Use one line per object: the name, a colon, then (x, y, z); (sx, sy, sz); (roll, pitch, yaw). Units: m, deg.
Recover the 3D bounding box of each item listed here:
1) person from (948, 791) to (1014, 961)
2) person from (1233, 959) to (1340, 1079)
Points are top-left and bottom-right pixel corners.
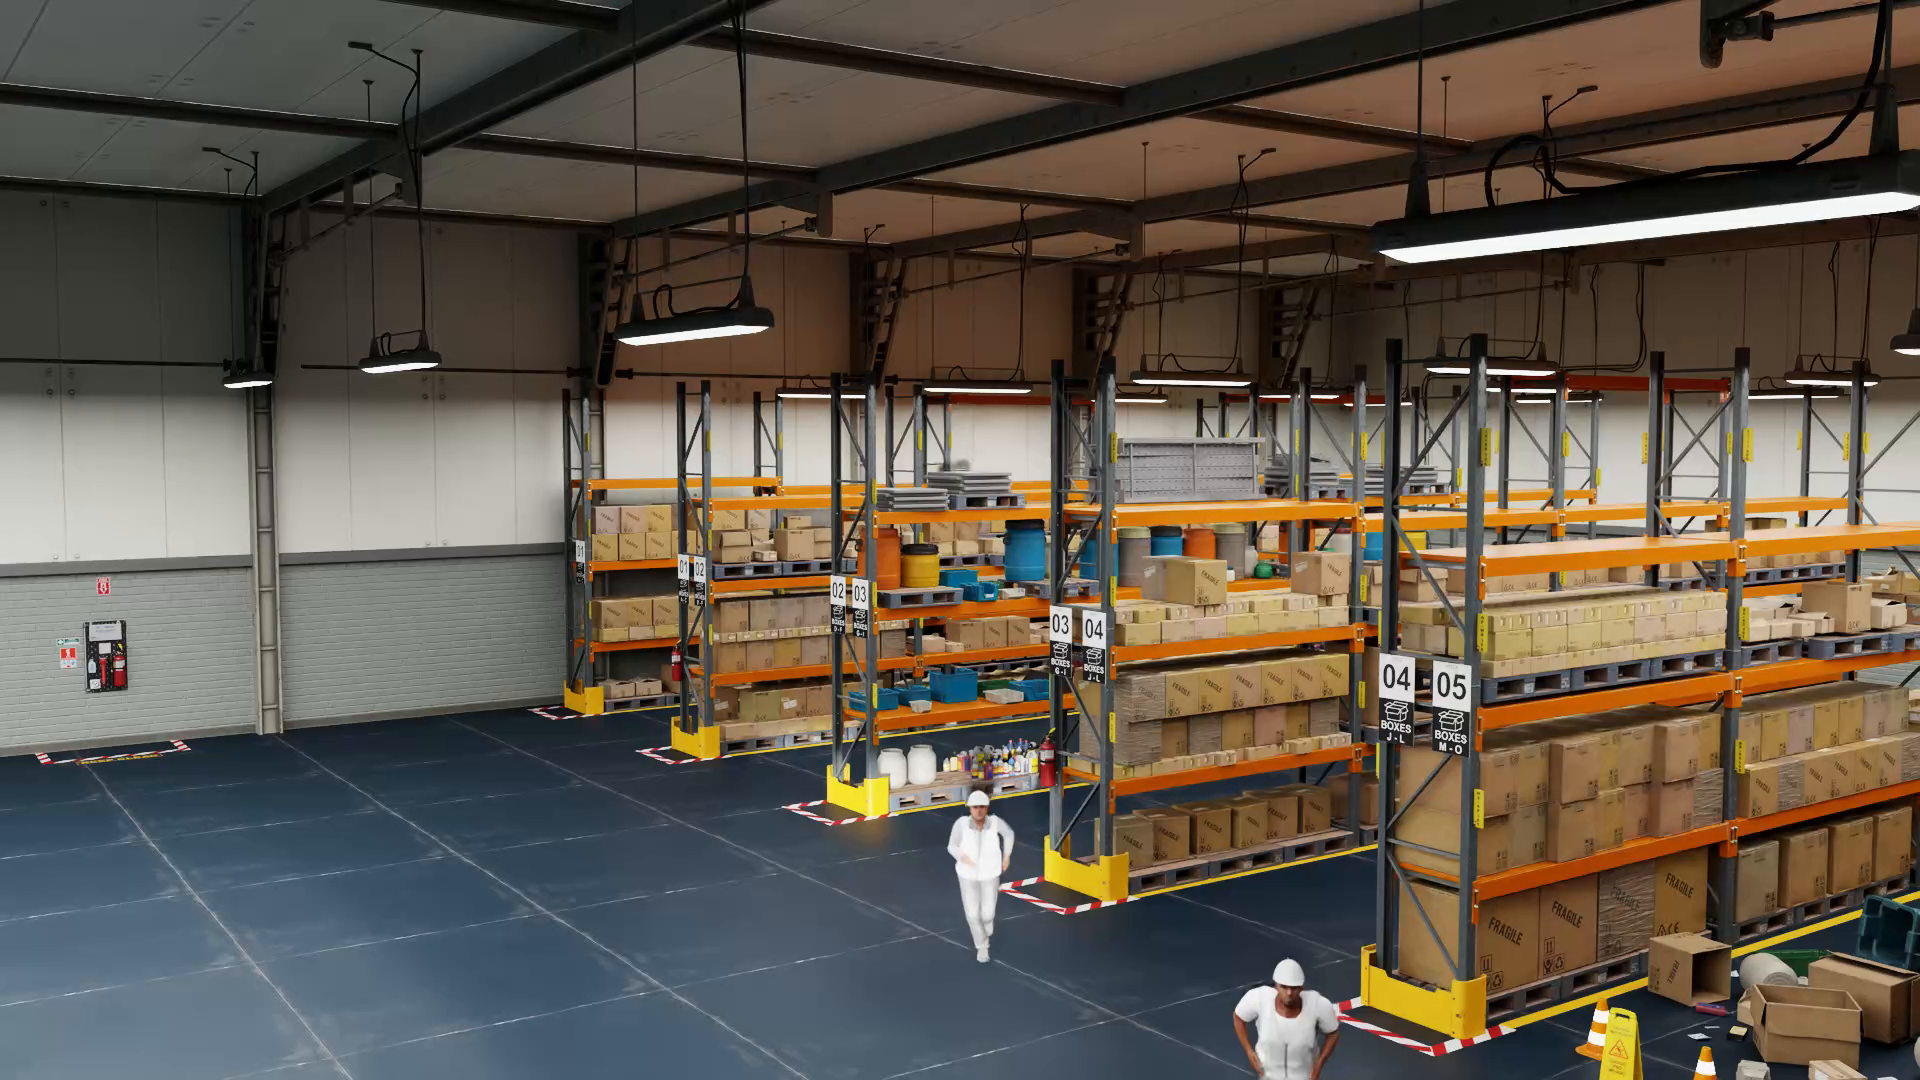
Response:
person: (0.202, 3.275, 16.246); (0.639, 1.710, 0.718); (0, 4, 5)
person: (2.201, 3.614, 11.250); (0.706, 1.756, 0.936); (1, 4, 12)
